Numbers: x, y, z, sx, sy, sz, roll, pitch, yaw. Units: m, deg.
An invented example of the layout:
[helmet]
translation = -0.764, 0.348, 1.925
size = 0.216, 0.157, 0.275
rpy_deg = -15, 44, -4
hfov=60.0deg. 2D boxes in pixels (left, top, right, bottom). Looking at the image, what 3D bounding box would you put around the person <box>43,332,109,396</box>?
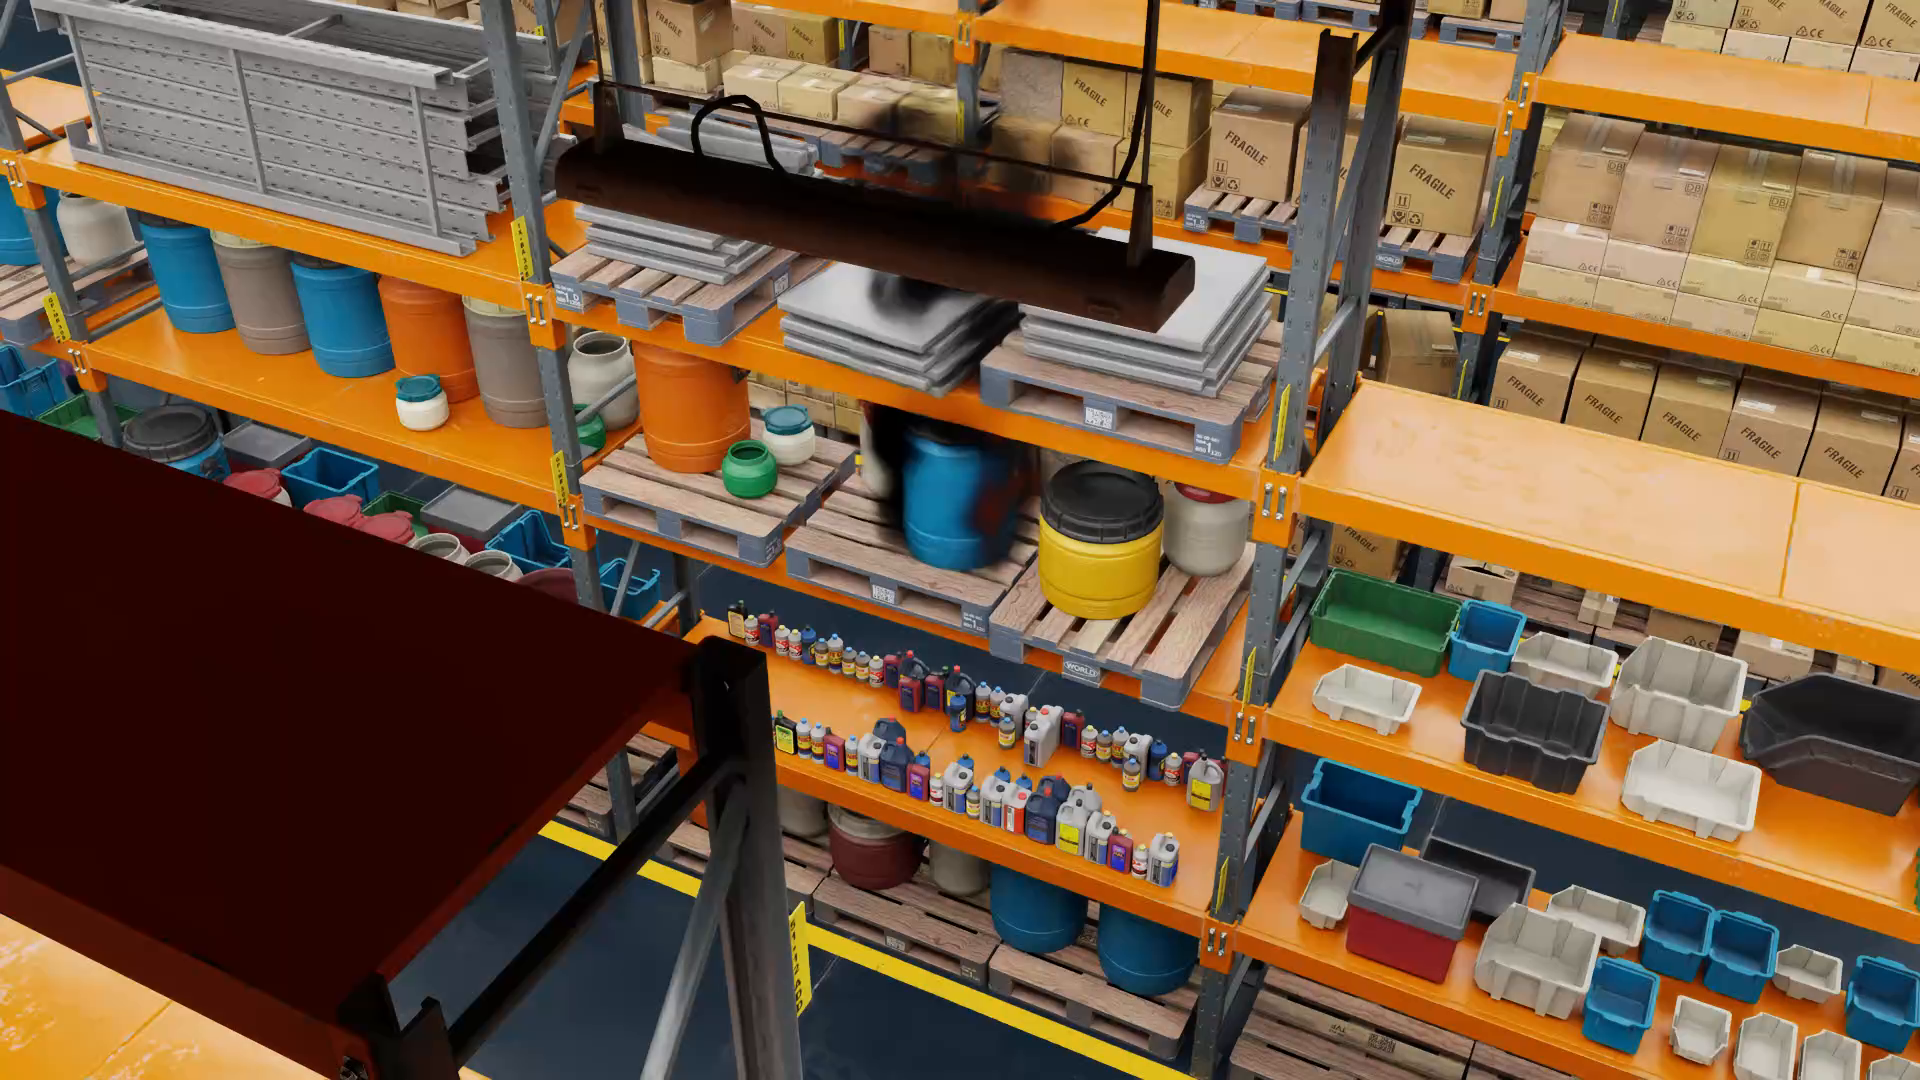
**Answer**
[person]
translation = -7.692, -1.500, 14.590
size = 0.884, 1.590, 0.551
rpy_deg = 9, 36, 13
